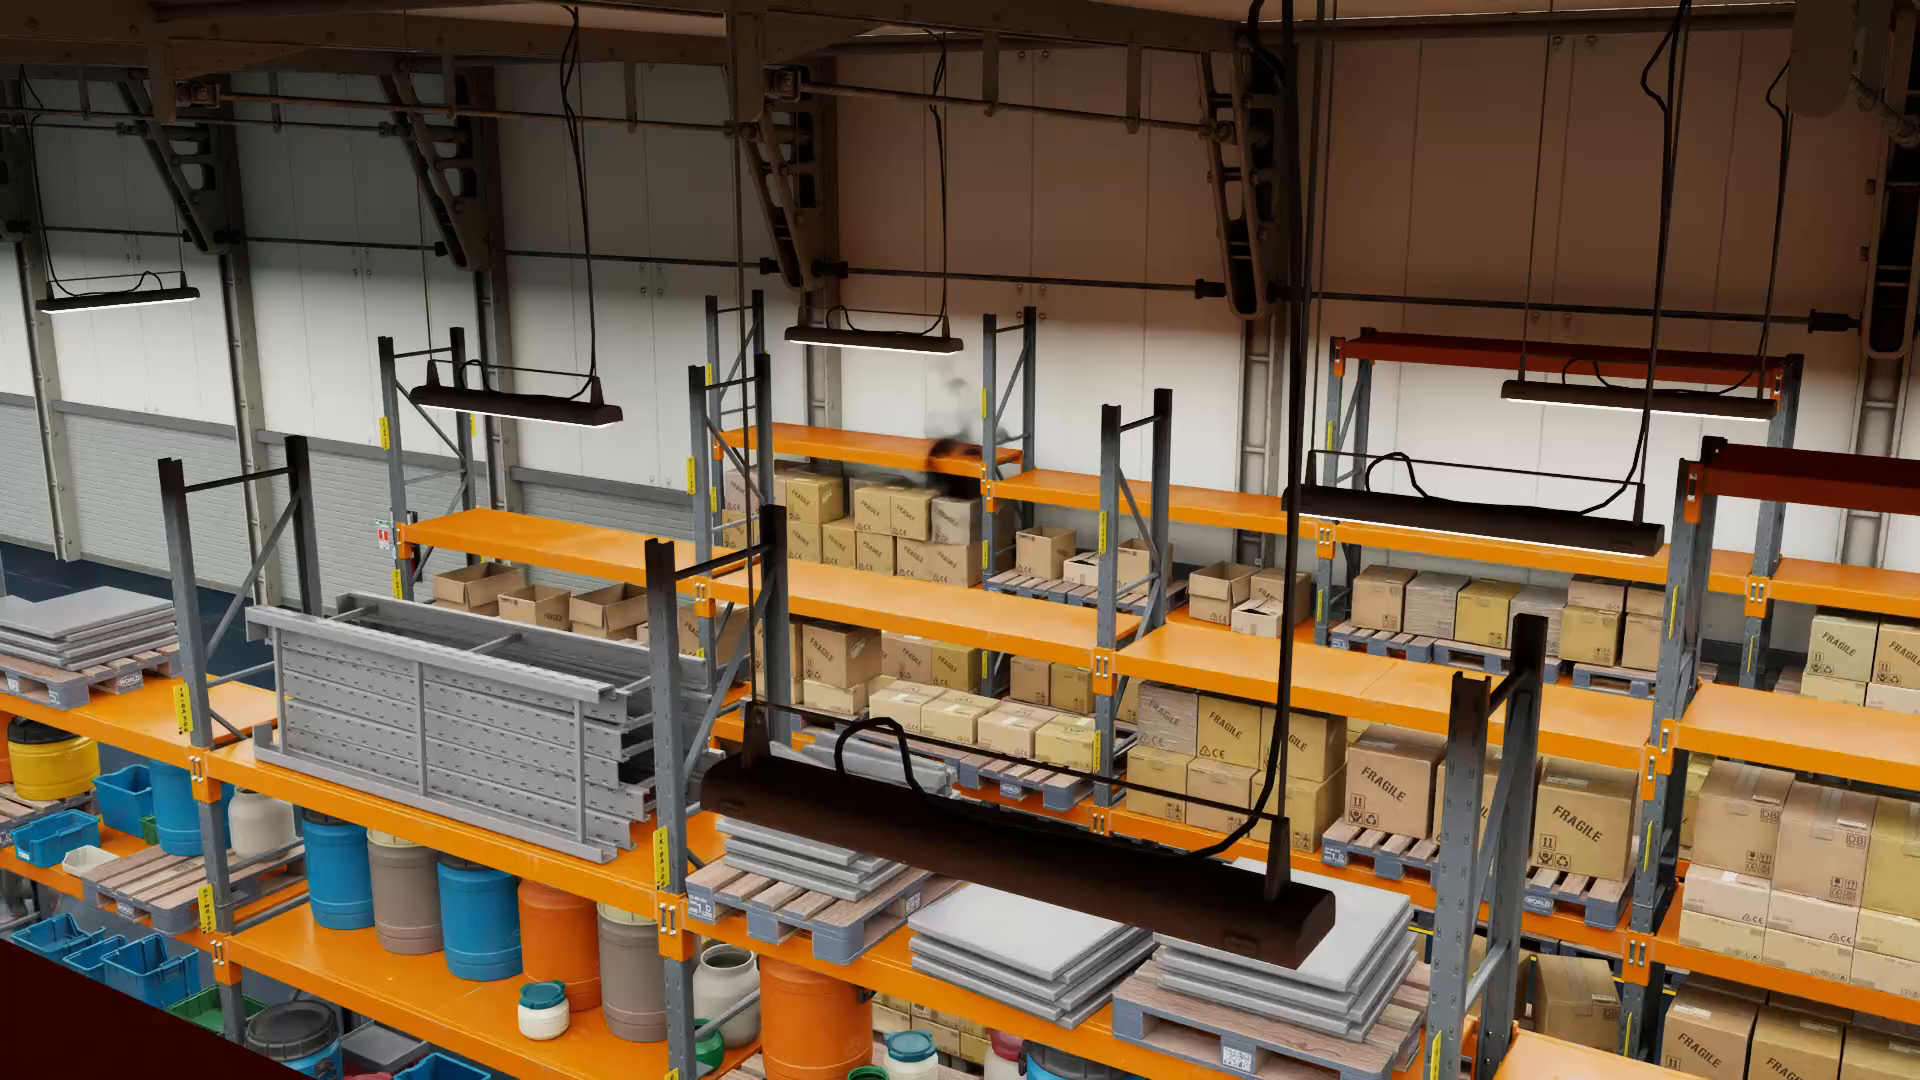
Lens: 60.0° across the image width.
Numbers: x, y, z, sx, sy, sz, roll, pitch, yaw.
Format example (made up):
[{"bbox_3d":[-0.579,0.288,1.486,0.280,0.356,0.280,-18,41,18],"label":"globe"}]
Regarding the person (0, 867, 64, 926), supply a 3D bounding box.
[{"bbox_3d":[-9.624,3.172,17.077,0.644,1.605,0.578,-8,16,-29],"label":"person"}]
